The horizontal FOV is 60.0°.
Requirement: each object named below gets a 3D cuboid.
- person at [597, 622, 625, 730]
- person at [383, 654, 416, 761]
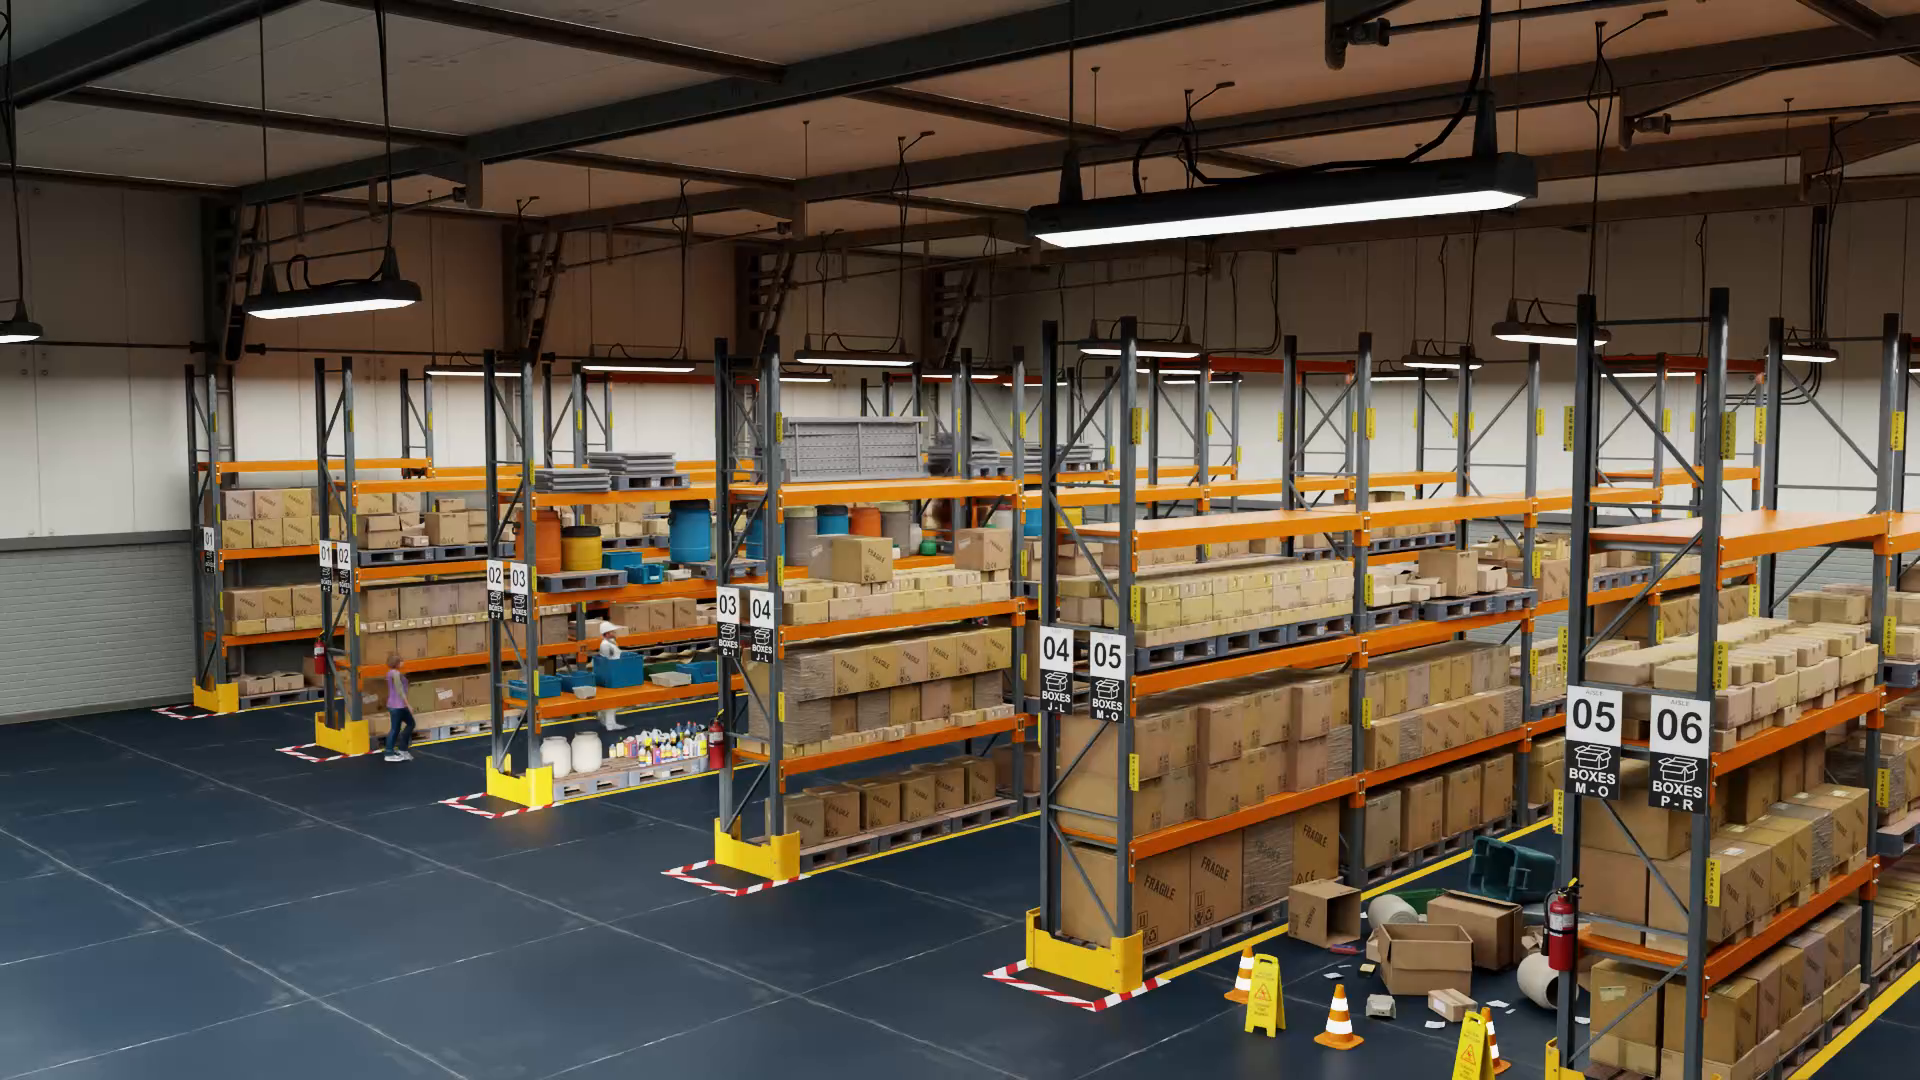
[{"bbox_3d":[-5.668,2.200,26.989,0.481,1.764,0.551,-1,4,-10],"label":"person"},{"bbox_3d":[-8.293,2.489,24.565,0.463,1.621,0.449,-1,5,-15],"label":"person"}]
